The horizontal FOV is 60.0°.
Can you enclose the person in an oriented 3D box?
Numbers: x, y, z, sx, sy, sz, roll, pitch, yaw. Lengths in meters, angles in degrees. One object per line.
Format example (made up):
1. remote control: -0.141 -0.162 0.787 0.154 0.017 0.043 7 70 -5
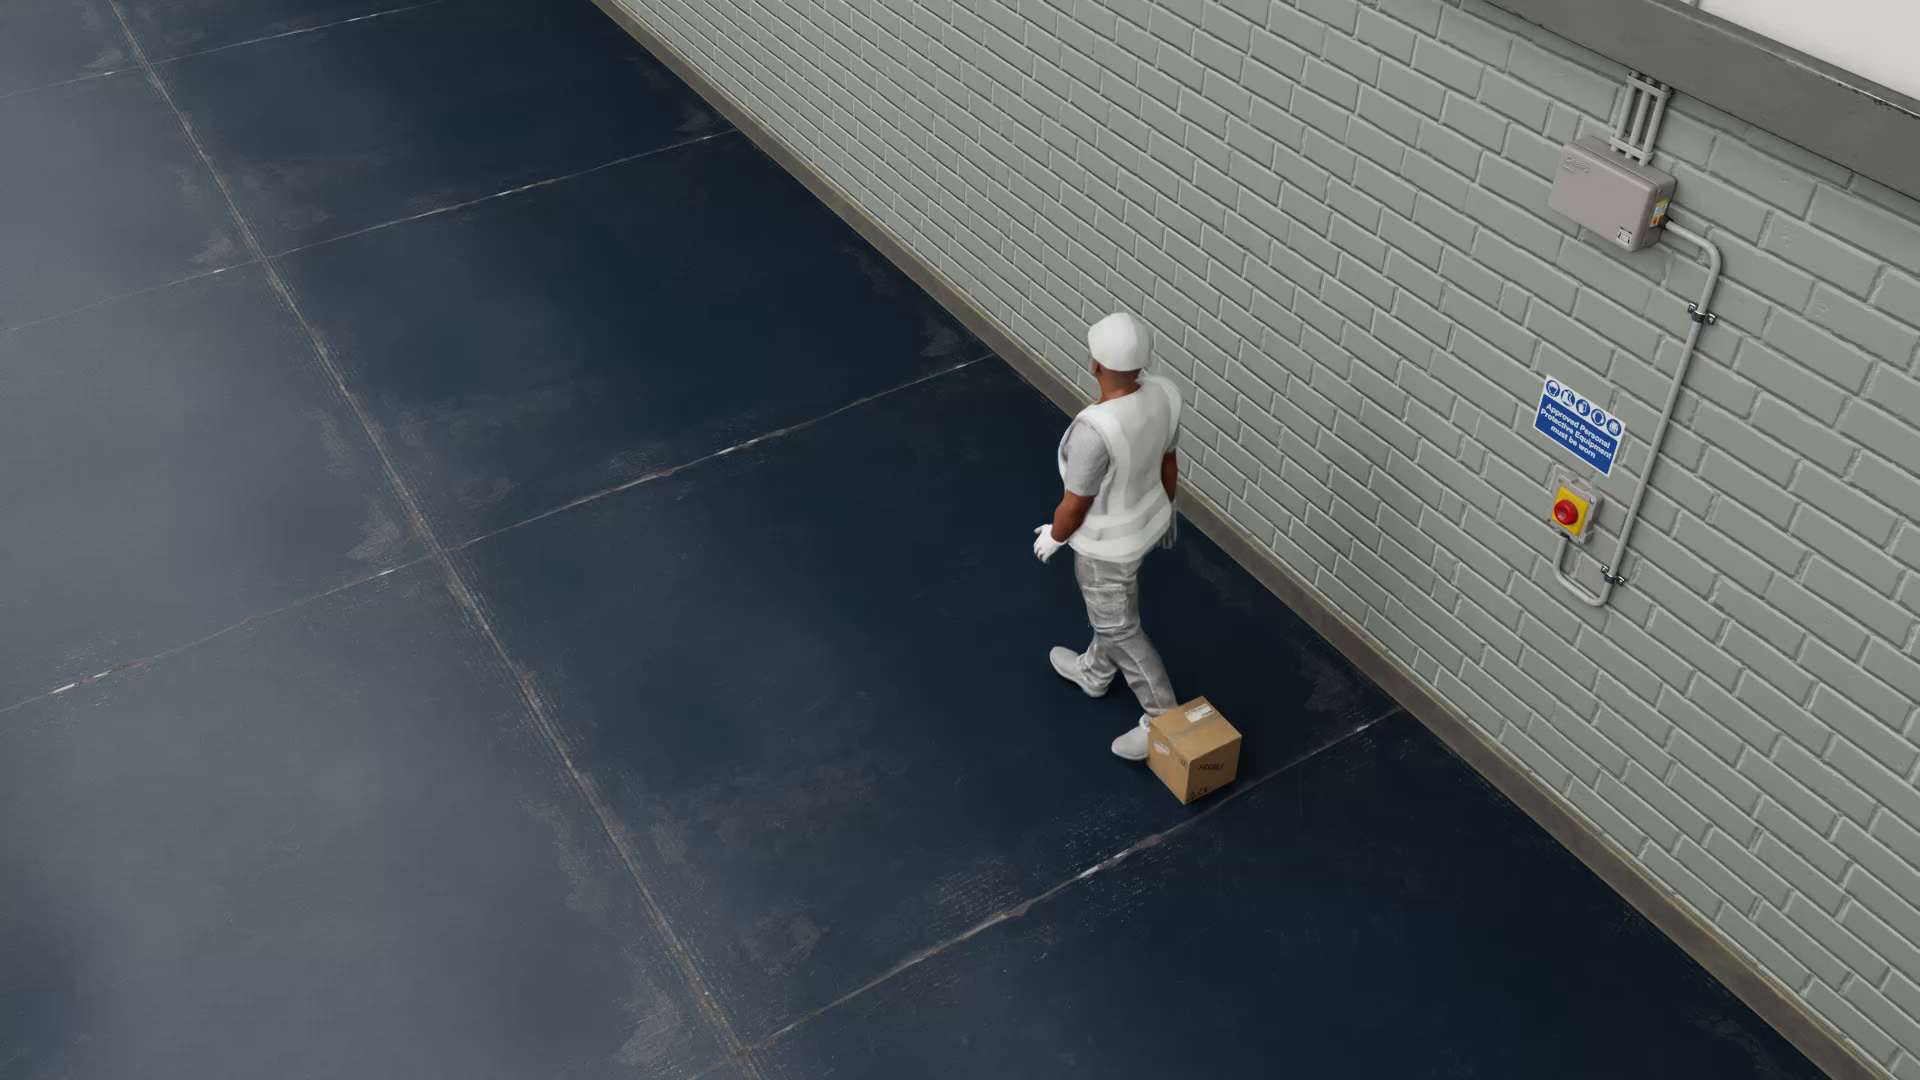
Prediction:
1. person: 0.618 -0.011 6.156 0.701 1.784 0.571 25 47 27
